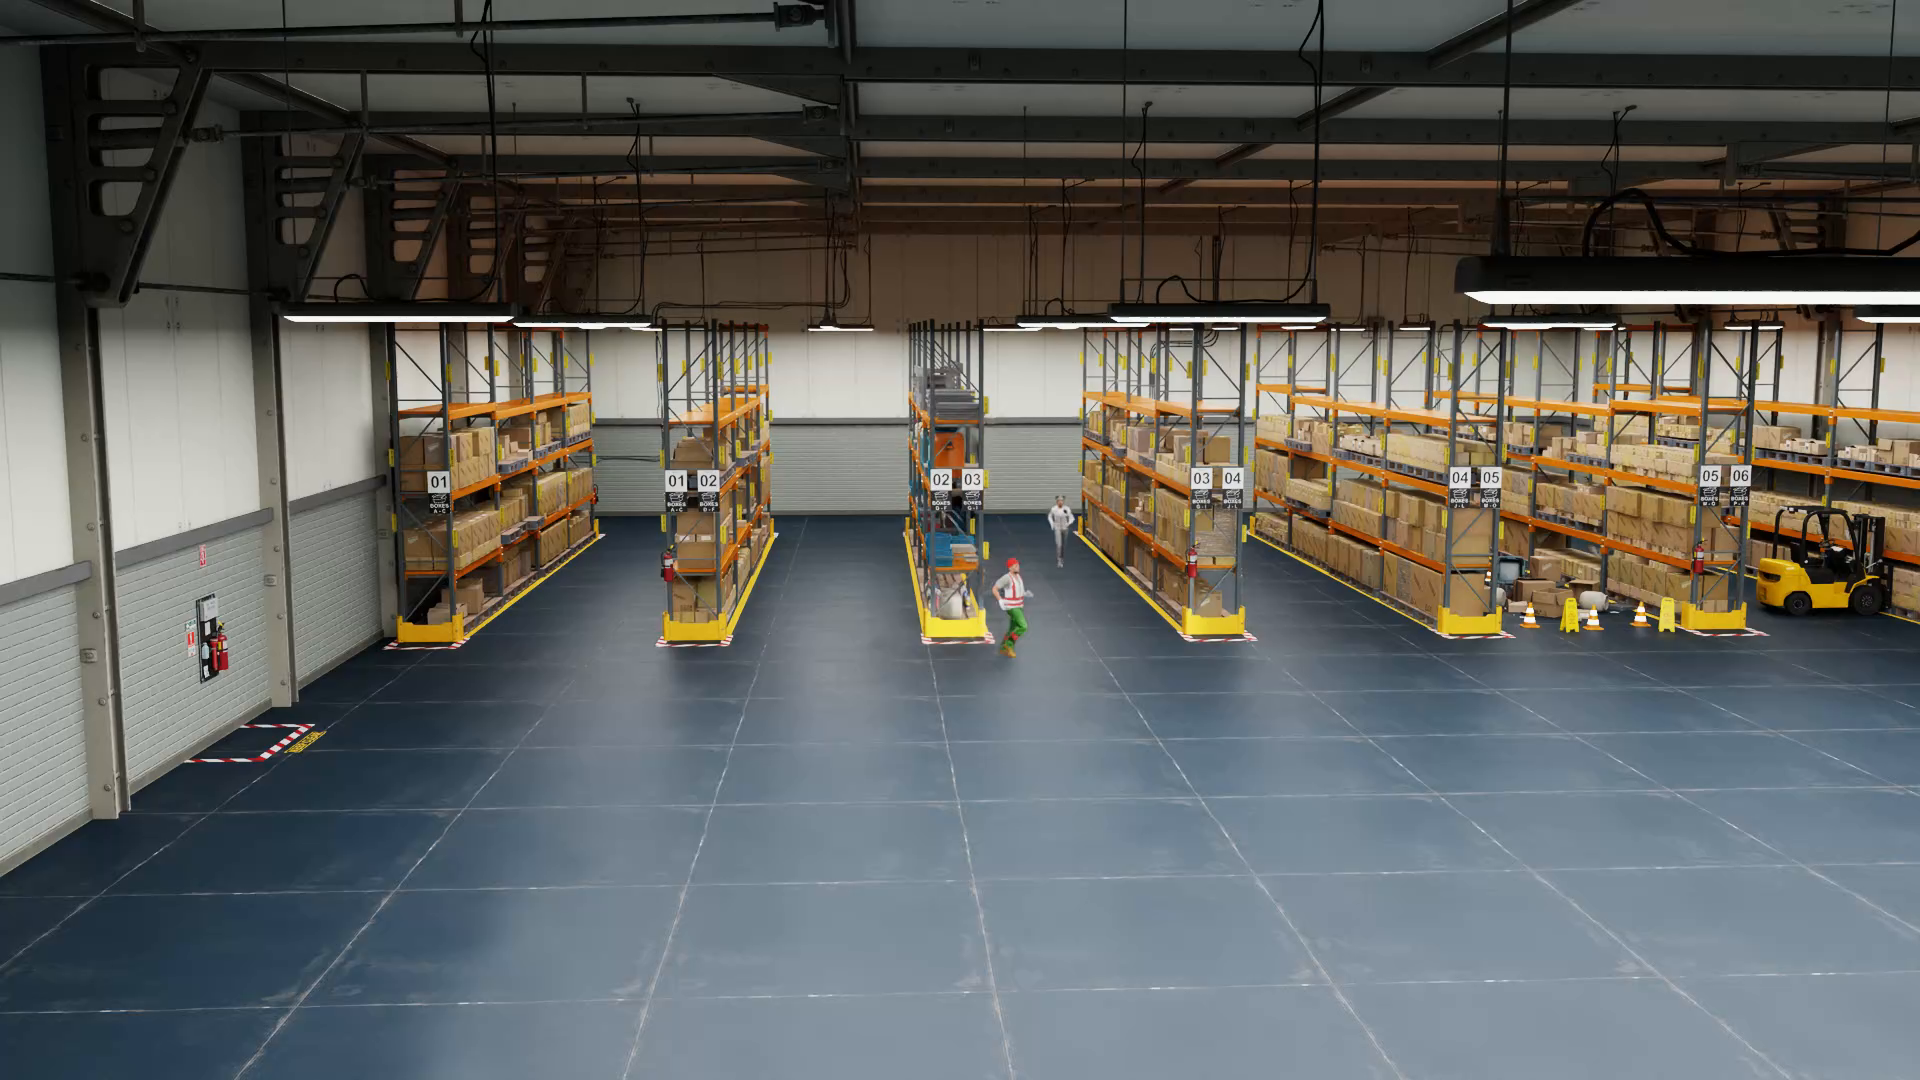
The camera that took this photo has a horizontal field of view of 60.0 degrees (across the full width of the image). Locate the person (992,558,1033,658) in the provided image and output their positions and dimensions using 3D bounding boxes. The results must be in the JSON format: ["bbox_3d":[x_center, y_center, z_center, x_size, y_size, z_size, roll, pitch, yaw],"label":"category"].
[{"bbox_3d":[0.978,1.203,29.438,0.670,1.761,0.637,4,8,29],"label":"person"}]

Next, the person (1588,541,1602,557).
[{"bbox_3d":[15.700,-0.193,40.819,0.640,1.740,0.624,0,7,-4],"label":"person"}]

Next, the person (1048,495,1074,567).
[{"bbox_3d":[2.393,-0.221,39.267,0.610,1.720,0.816,0,7,-1],"label":"person"}]
